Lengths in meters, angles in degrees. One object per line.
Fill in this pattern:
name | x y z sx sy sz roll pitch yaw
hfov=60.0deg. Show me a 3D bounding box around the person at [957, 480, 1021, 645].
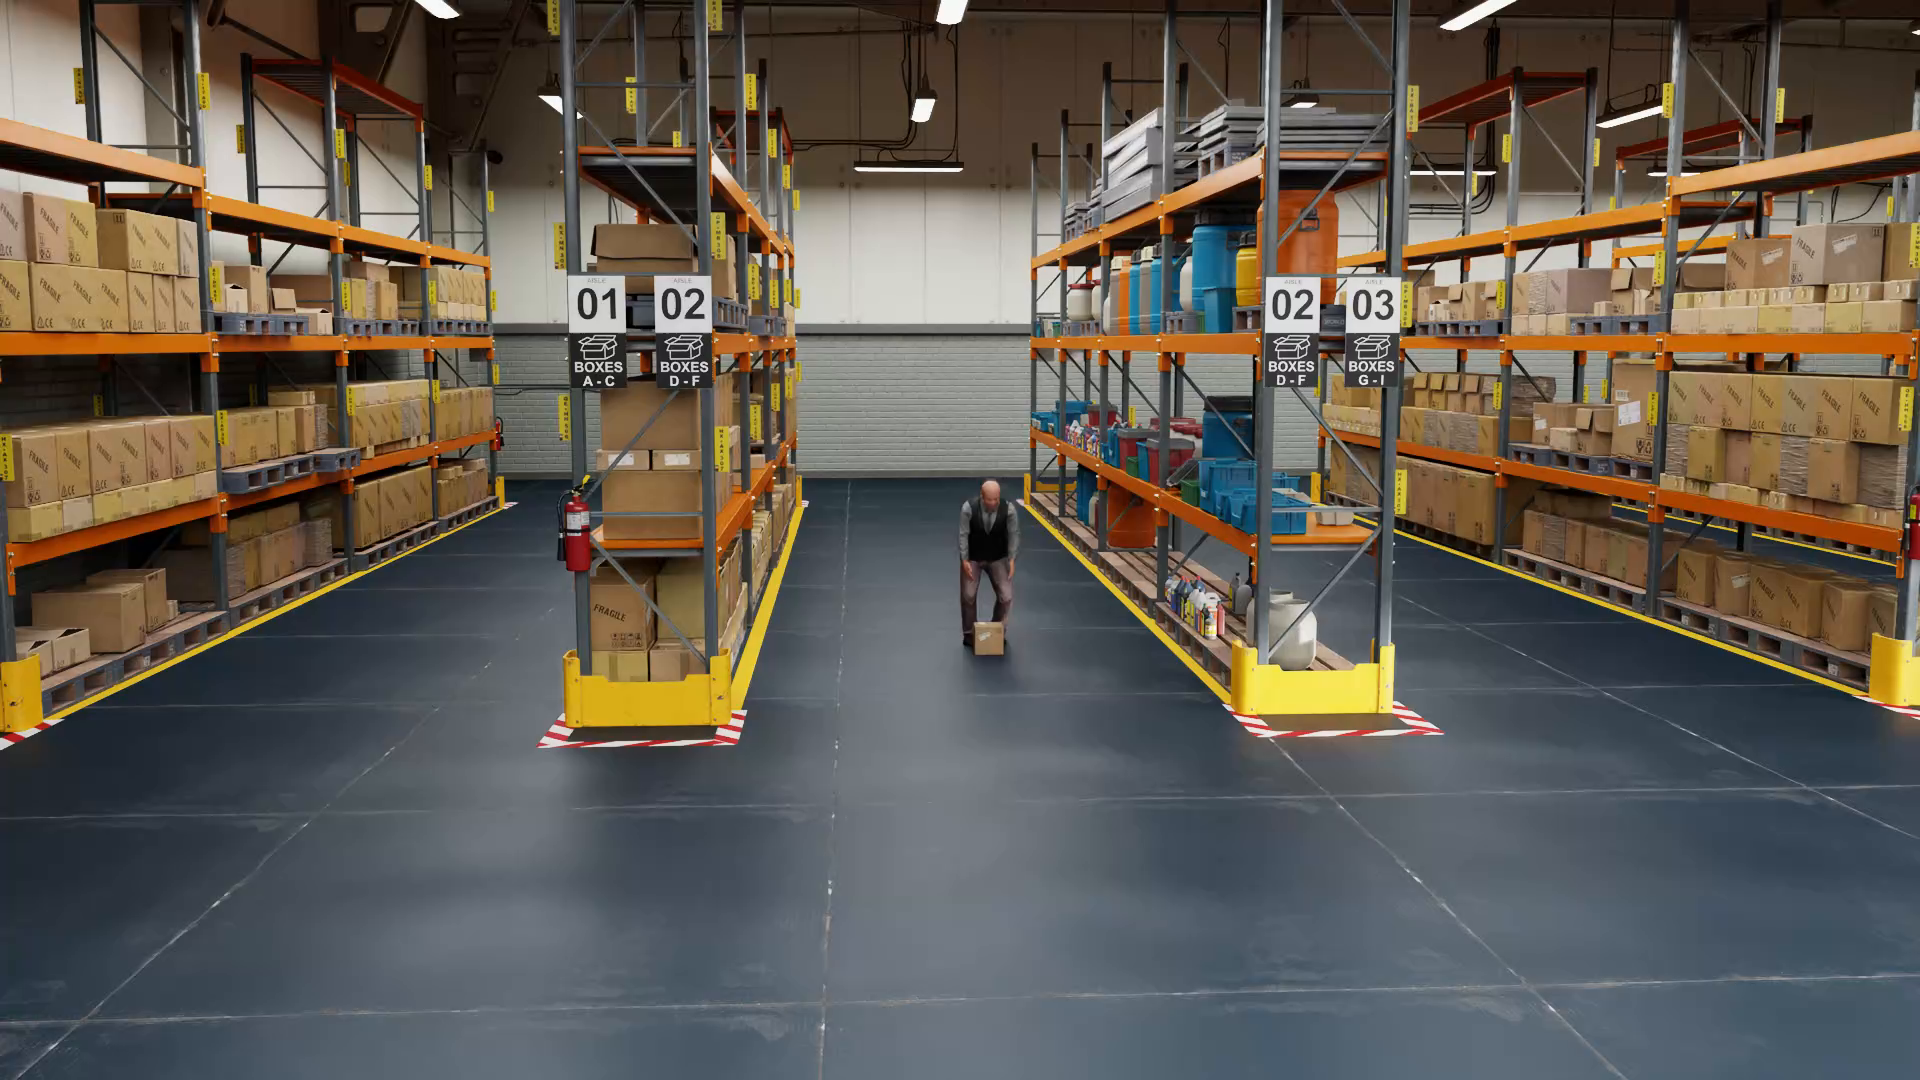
person | 0.259 0.196 15.118 0.588 1.514 0.625 0 7 -3
